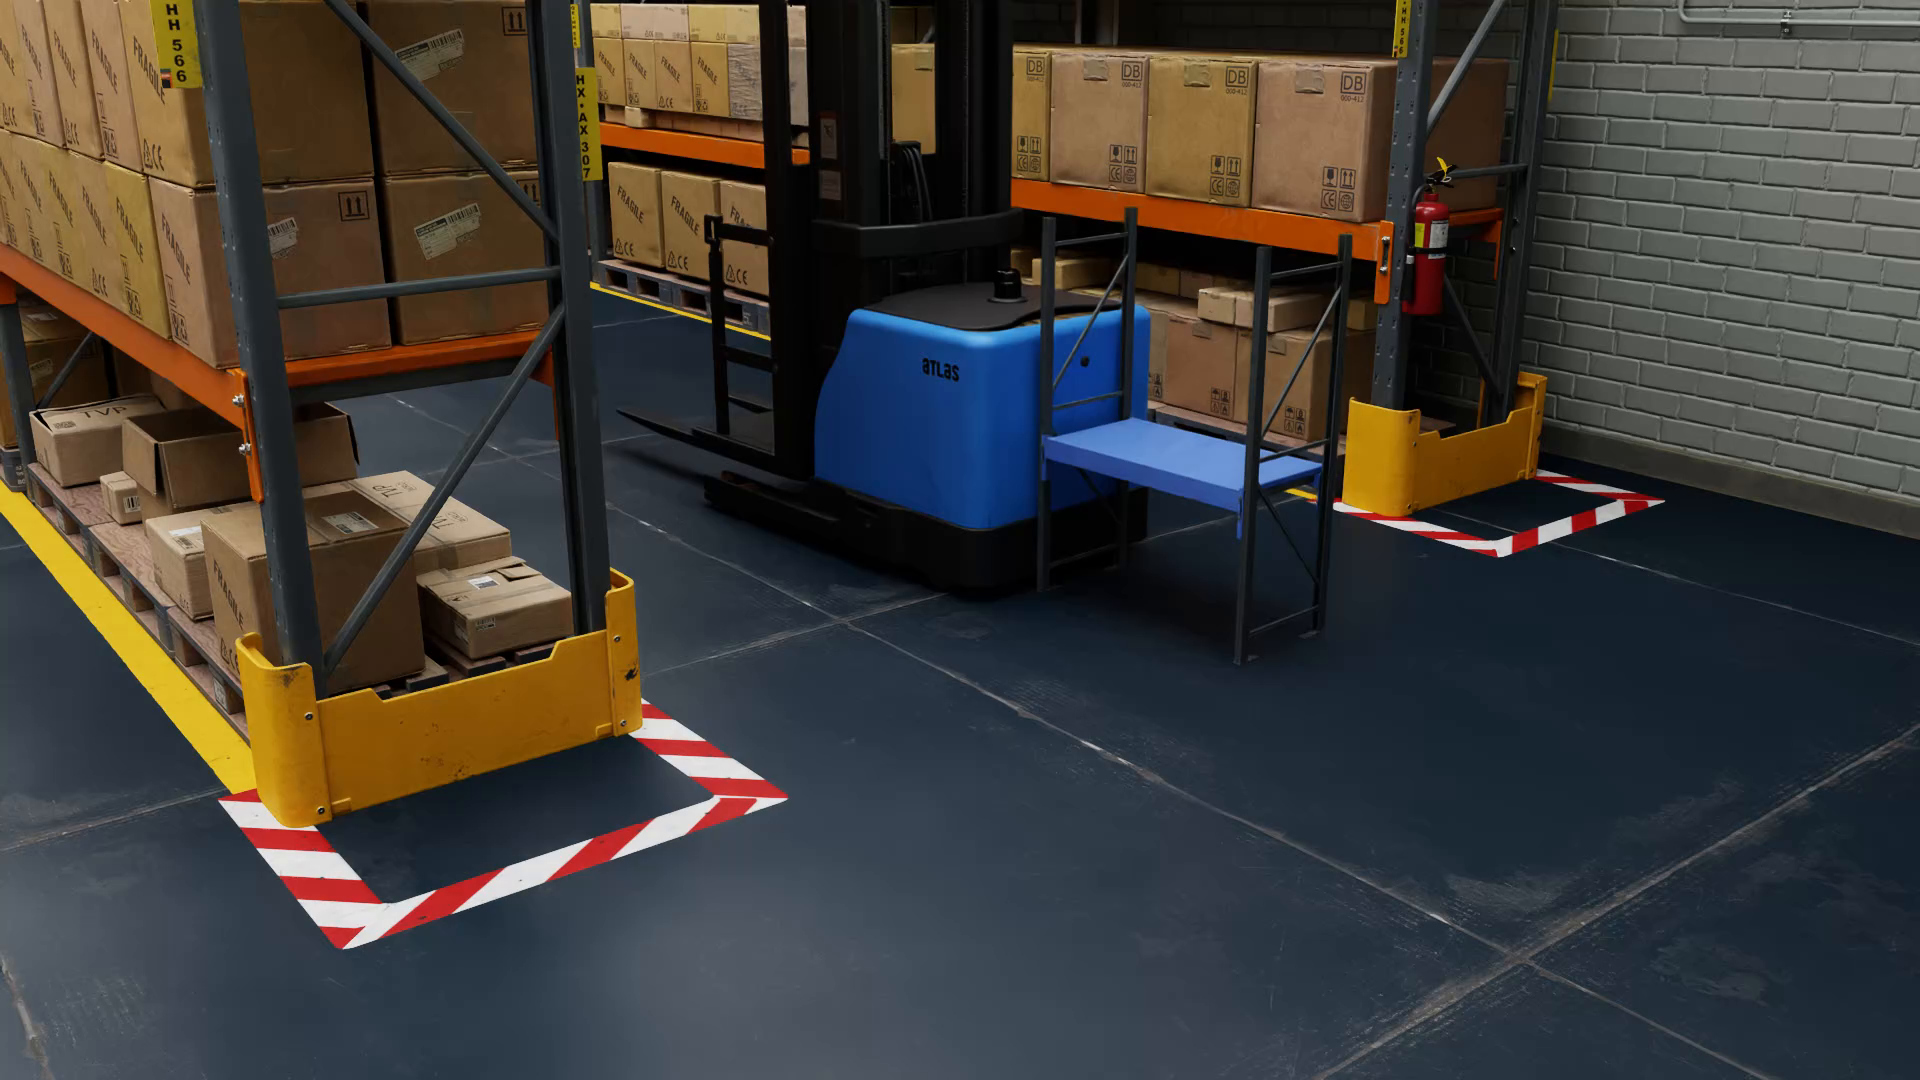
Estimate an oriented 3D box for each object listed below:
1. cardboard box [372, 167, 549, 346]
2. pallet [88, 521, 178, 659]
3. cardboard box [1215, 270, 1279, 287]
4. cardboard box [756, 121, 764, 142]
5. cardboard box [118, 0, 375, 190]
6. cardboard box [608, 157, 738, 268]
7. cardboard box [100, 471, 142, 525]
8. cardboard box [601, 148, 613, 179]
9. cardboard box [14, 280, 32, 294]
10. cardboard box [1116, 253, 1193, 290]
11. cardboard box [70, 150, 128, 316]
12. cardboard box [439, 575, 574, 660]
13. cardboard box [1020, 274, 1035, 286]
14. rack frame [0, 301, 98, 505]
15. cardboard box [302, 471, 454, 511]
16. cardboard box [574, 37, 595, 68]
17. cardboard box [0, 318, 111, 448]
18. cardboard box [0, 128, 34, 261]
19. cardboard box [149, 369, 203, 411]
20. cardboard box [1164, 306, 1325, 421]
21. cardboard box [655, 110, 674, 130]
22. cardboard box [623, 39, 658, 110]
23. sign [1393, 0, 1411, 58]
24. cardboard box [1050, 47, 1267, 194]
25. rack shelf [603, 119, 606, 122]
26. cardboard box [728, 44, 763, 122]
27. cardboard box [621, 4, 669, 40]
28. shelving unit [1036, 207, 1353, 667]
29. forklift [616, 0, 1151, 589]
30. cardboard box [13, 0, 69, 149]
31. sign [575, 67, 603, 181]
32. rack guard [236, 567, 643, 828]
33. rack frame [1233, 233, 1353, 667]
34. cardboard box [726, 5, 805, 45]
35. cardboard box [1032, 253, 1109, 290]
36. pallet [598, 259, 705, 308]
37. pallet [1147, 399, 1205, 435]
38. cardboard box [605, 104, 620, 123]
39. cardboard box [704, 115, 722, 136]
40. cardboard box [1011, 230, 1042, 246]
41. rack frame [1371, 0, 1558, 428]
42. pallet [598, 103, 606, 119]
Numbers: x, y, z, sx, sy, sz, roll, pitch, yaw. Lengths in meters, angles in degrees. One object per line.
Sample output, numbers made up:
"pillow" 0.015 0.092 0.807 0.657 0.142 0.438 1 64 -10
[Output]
"cardboard box" -1.611 -0.924 5.221 0.500 0.500 0.500 -13 23 -35
"pallet" -2.838 0.093 6.746 1.003 0.211 1.213 -14 23 -36
"cardboard box" 1.590 -1.351 8.948 0.380 0.149 0.250 -14 23 -36
"cardboard box" -1.187 -2.844 11.548 0.380 0.149 0.250 -14 23 -36
"cardboard box" -2.034 -1.294 4.747 0.500 0.500 0.500 -14 23 -37
"cardboard box" -2.275 -2.626 13.274 0.750 0.750 0.750 -14 23 -37
"cardboard box" -3.390 -0.208 7.026 0.380 0.166 0.250 -14 23 -36
"cardboard box" -3.421 -3.353 14.799 0.500 0.250 0.500 -13 23 -35
"cardboard box" -5.486 -1.161 9.373 0.500 0.500 0.500 -15 23 -38
"cardboard box" 1.115 -1.540 9.517 0.380 0.149 0.250 -14 23 -37
"cardboard box" -2.664 -1.071 5.667 0.500 0.500 0.500 -14 23 -36
"cardboard box" -1.533 0.259 5.644 0.380 0.149 0.250 -14 23 -36
"cardboard box" 0.549 -1.353 9.984 0.700 0.500 0.500 -14 23 -37
"rack frame" -4.026 -1.701 7.728 1.000 3.000 0.127 -14 23 -36
"cardboard box" -2.278 -0.055 6.430 0.500 0.250 0.500 -14 23 -36
"cardboard box" -2.928 -4.025 13.886 0.500 0.500 0.700 17 25 42
"cardboard box" -4.557 -0.789 8.250 0.500 0.500 0.500 -14 23 -36
"cardboard box" -3.602 -1.444 6.793 0.500 0.500 0.500 -13 23 -35
"cardboard box" -3.449 -0.638 7.795 0.500 0.500 0.500 -14 23 -36
"cardboard box" 1.515 -0.972 8.835 0.700 0.500 0.500 -14 23 -36
"cardboard box" -2.104 -3.235 12.727 0.380 0.149 0.250 -14 23 -37
"cardboard box" -2.209 -3.552 12.654 0.500 0.500 0.500 -13 22 -34
"sign" 1.905 -2.243 7.145 0.100 0.325 0.005 -14 23 -36
"cardboard box" 1.088 -2.316 9.108 0.980 0.700 0.700 -15 24 -39
"rack shelf" -3.870 -3.806 15.228 1.077 0.370 4.000 -14 23 -36
"cardboard box" -1.259 -3.181 11.532 0.500 0.500 0.500 -14 23 -36
"cardboard box" -2.214 -3.914 12.554 0.500 0.250 0.500 -14 23 -37
"shelving unit" 0.844 -0.431 6.279 0.538 1.500 1.048 -16 24 -39
"forklift" -0.551 -1.584 7.484 1.130 2.935 3.031 -16 24 -39
"cardboard box" -2.993 -1.671 5.888 0.500 0.500 0.500 -13 22 -34
"sign" -1.117 -1.232 4.935 0.100 0.325 0.005 -14 23 -36
"rack guard" -1.589 0.453 5.201 1.175 0.500 0.348 -14 23 -36
"rack frame" 1.184 -0.312 5.920 0.500 1.500 0.032 -16 24 -39
"cardboard box" -1.262 -3.542 11.429 0.500 0.250 0.500 -13 23 -35
"cardboard box" 0.633 -1.537 9.508 0.380 0.149 0.250 -15 23 -38
"pallet" -2.198 -2.122 13.434 1.003 0.211 1.213 -14 23 -36
"pallet" 1.028 -0.842 9.568 1.003 0.211 1.213 -14 23 -36
"cardboard box" -2.605 -3.418 13.282 0.380 0.149 0.250 -14 23 -37
"cardboard box" -1.645 -3.042 12.147 0.380 0.149 0.250 -14 23 -36
"cardboard box" 0.305 -1.860 10.483 0.380 0.149 0.250 -14 23 -36
"rack frame" 2.339 -1.683 7.674 1.000 3.000 0.127 -14 23 -36
"pallet" -3.154 -3.718 14.125 1.213 0.211 1.003 -14 23 -36
